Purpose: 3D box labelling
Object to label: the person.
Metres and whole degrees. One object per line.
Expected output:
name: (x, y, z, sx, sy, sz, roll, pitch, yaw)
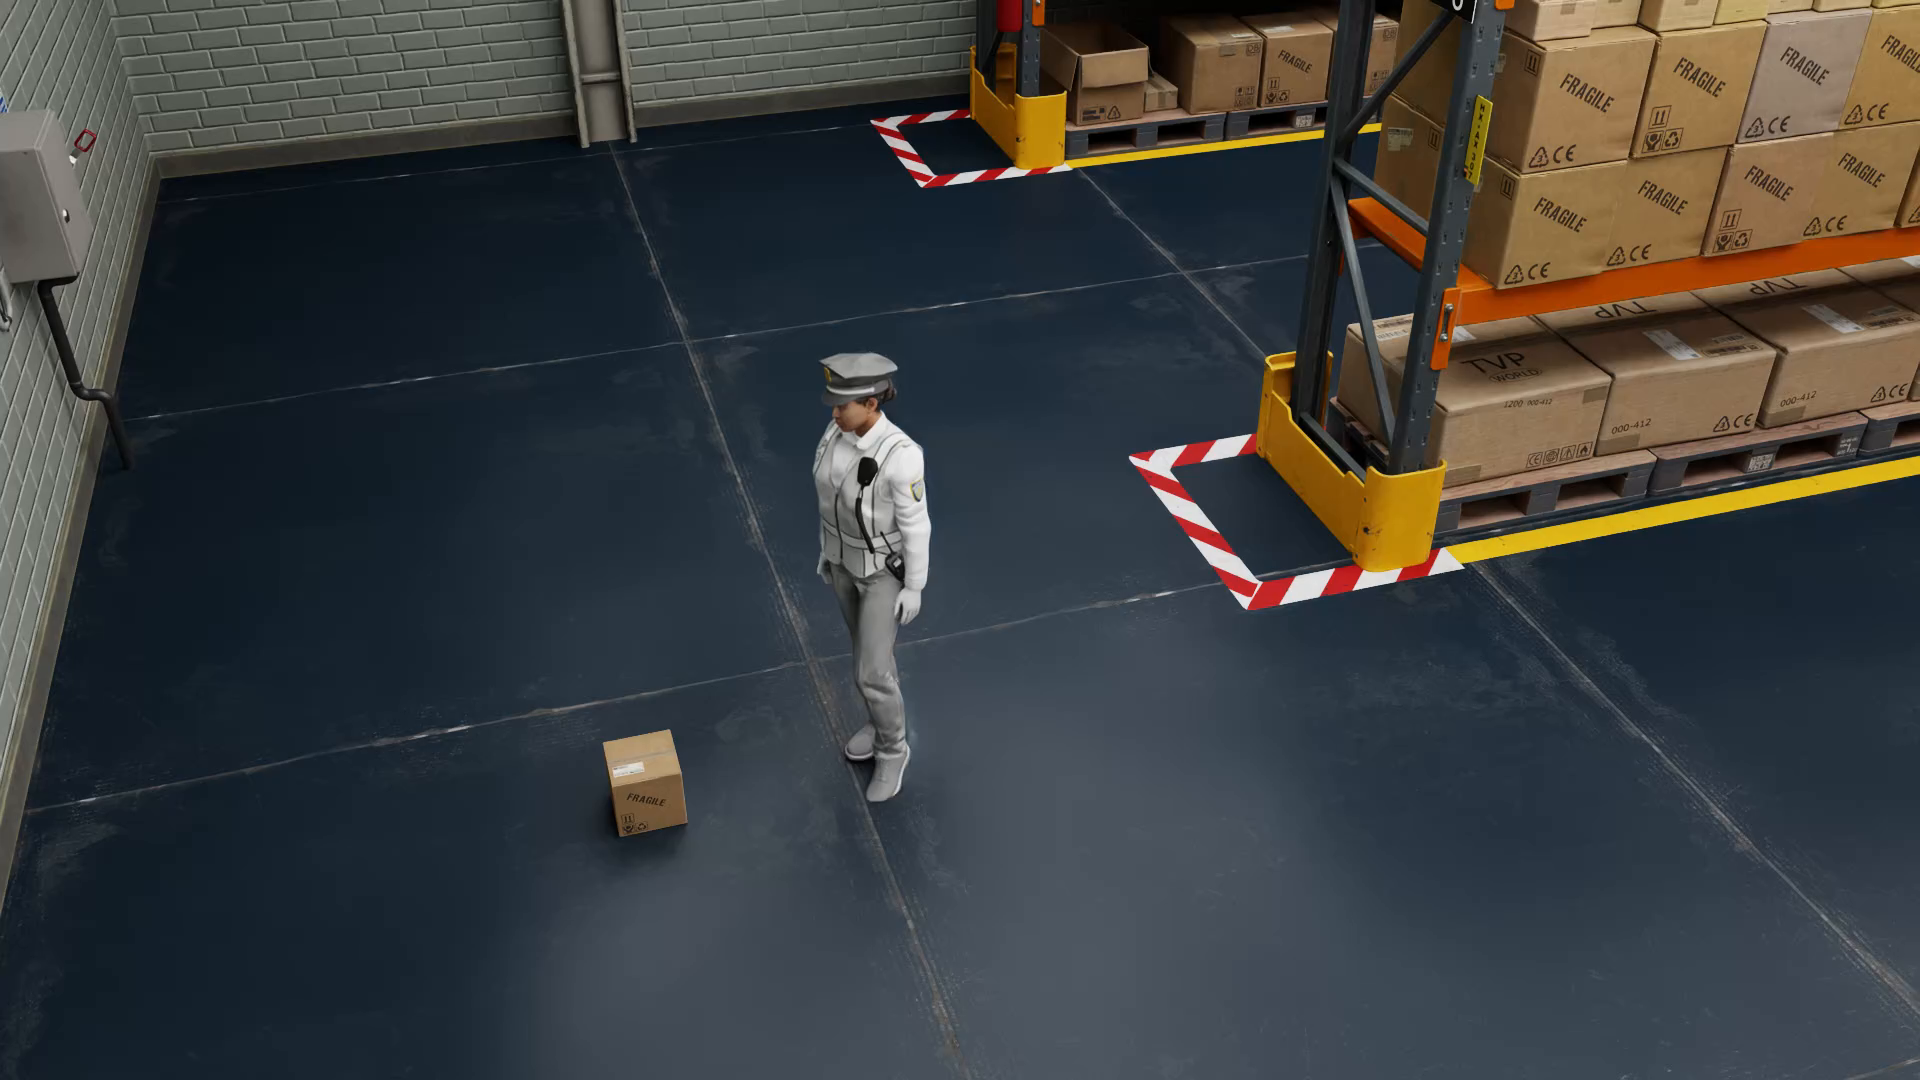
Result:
person: (-0.350, 0.137, 5.970, 0.397, 1.717, 0.524, -29, 44, -36)
